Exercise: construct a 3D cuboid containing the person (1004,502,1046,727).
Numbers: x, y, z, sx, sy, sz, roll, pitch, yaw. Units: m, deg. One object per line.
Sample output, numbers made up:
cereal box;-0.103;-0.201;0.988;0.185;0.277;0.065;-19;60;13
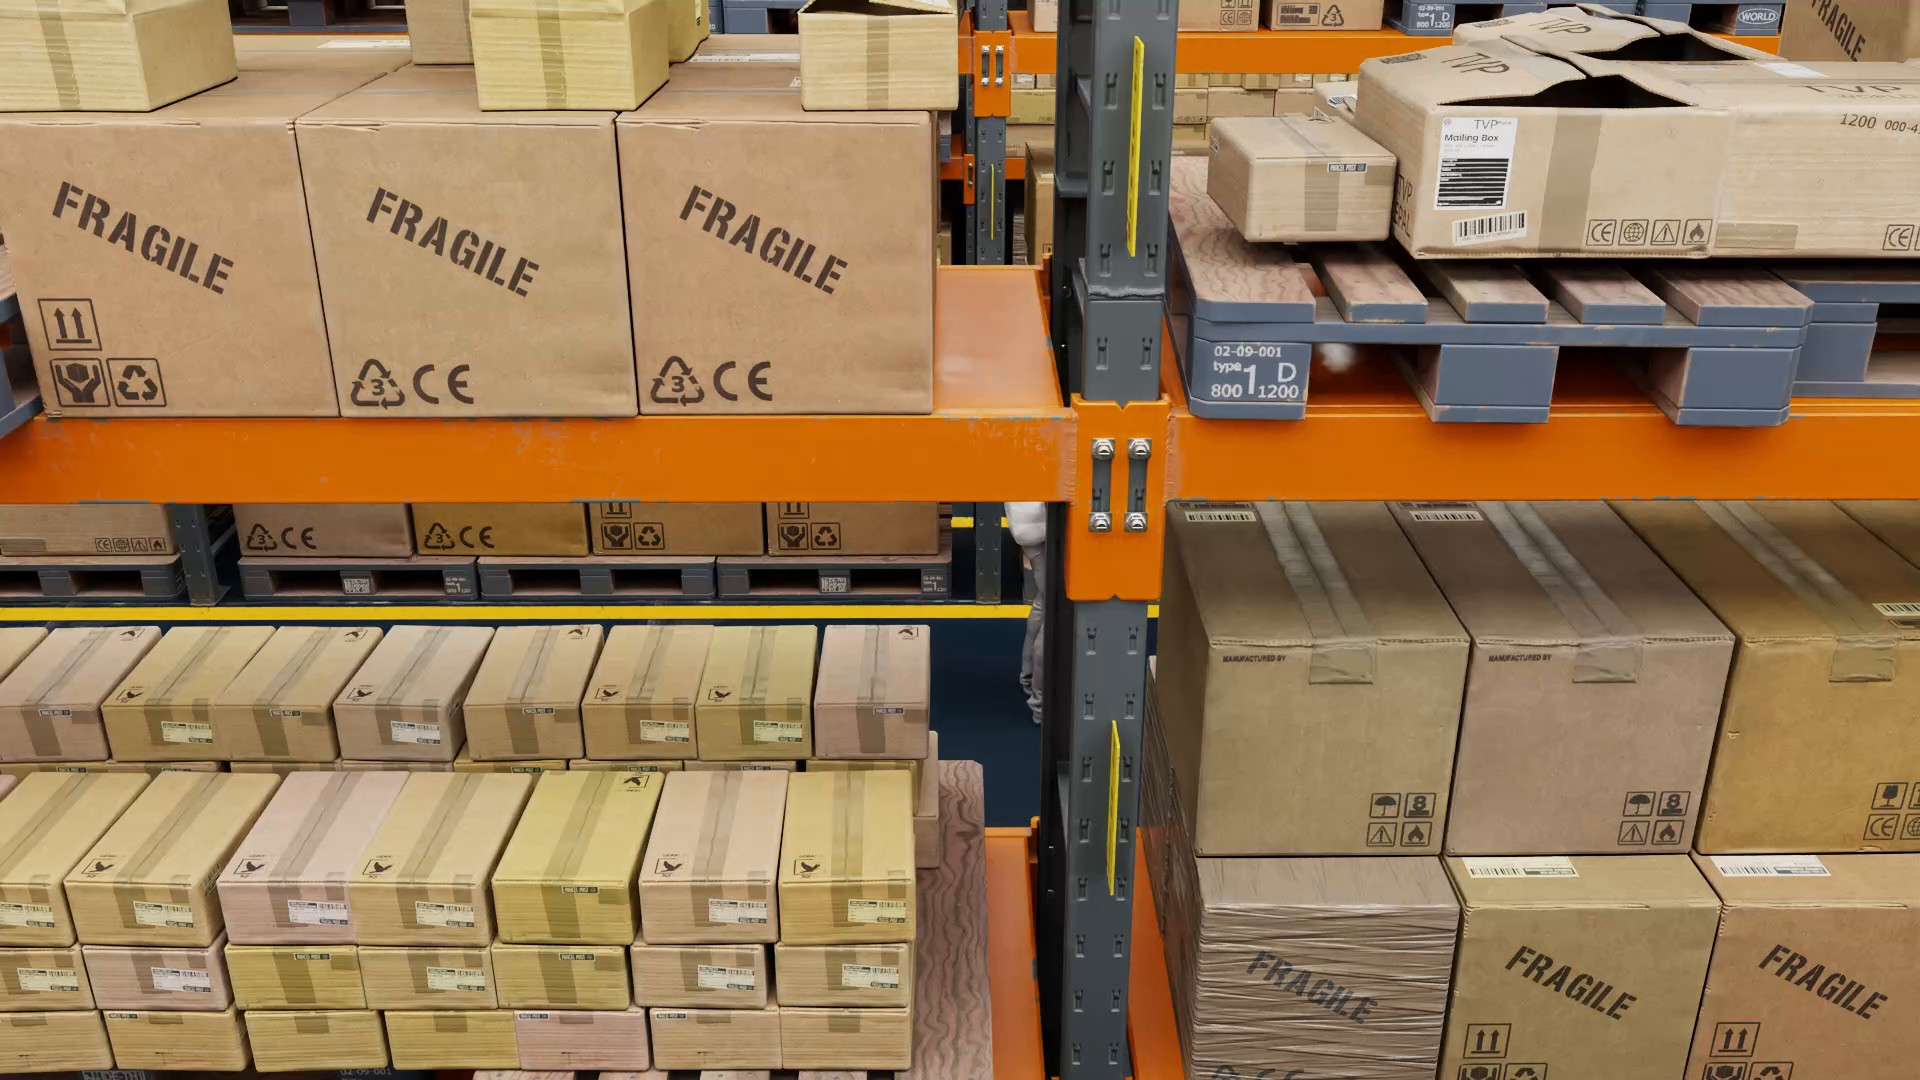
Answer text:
person;0.424;-0.064;7.226;0.461;1.759;0.628;-3;24;-6
